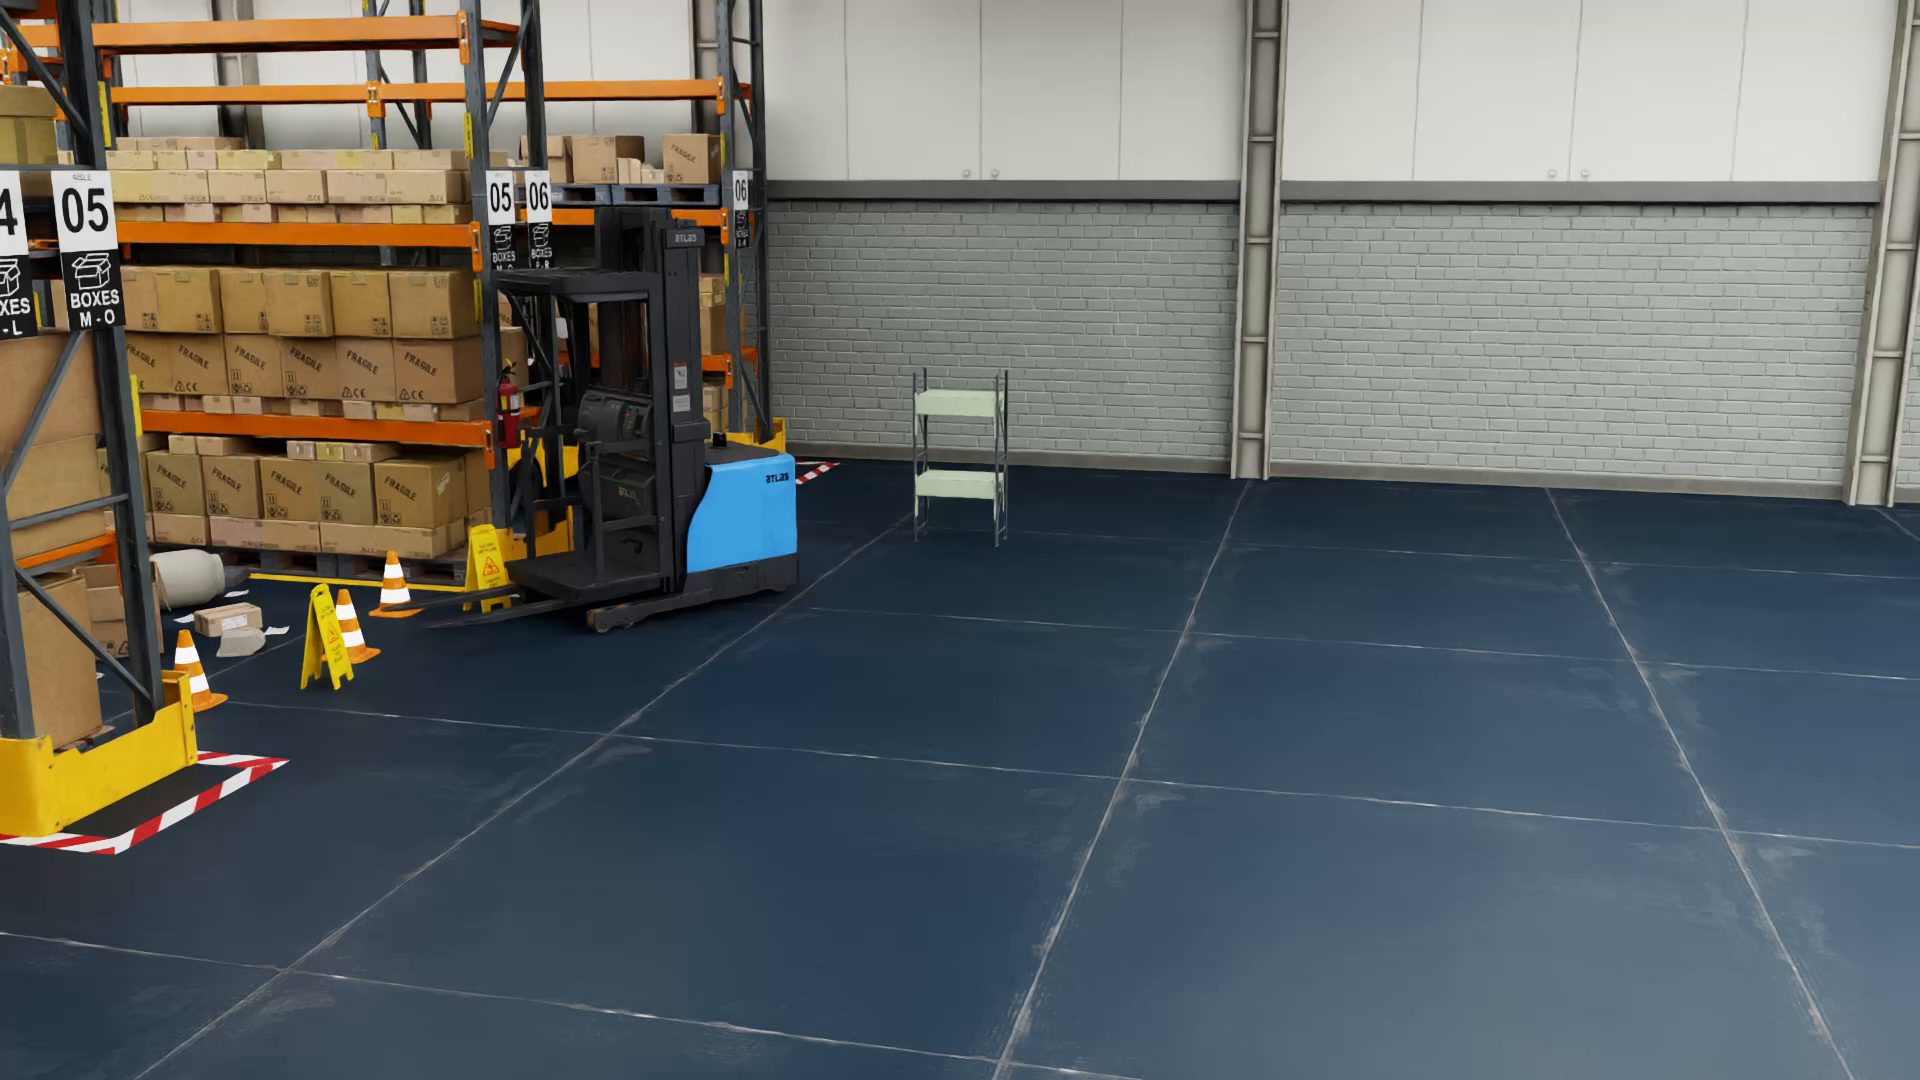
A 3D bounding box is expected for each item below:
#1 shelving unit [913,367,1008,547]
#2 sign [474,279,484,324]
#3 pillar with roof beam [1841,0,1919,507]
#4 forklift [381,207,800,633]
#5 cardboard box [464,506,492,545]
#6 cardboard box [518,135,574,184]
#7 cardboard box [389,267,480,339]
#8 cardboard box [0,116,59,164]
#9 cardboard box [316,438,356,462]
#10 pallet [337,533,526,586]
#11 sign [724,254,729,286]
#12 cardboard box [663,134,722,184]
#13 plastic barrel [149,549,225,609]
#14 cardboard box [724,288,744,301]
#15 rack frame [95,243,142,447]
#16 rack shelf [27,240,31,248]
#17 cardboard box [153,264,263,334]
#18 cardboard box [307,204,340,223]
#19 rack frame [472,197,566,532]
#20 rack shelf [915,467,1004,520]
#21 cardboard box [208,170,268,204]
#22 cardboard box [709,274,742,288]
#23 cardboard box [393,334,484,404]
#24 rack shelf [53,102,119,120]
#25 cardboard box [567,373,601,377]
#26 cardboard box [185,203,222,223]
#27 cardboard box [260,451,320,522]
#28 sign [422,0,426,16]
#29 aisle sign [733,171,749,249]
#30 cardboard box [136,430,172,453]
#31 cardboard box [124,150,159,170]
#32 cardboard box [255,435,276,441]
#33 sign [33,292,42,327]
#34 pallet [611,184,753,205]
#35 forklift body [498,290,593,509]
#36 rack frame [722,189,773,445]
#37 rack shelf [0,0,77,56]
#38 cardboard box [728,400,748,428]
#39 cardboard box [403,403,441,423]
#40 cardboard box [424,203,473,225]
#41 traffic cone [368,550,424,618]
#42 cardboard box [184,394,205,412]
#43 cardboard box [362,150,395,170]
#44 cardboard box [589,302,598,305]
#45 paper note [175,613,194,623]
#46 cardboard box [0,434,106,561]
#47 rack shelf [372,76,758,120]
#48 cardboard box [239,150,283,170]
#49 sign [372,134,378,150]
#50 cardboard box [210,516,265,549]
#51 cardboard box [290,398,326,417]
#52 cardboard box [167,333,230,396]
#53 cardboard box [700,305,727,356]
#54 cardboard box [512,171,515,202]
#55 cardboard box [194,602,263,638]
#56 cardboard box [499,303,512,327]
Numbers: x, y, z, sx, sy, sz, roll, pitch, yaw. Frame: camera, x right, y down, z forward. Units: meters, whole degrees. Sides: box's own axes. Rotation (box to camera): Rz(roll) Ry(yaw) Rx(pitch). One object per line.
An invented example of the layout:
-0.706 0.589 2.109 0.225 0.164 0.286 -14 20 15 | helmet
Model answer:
0.006 -0.732 14.570 0.755 1.500 0.431 3 13 14 | shelving unit
-3.602 -1.785 12.449 0.005 0.325 0.100 3 13 14 | sign
7.895 -3.851 11.316 0.400 9.000 9.100 3 13 14 | pillar with roof beam
-2.677 -0.900 12.022 3.031 2.935 1.130 -11 17 -41 | forklift
-4.167 -0.143 13.833 0.500 0.250 0.500 3 13 13 | cardboard box
-4.282 -4.078 17.823 0.637 0.503 0.797 3 13 15 | cardboard box
-3.998 -1.843 12.891 0.500 0.500 0.700 3 13 12 | cardboard box
-4.945 -2.004 8.374 0.500 0.250 0.500 3 13 13 | cardboard box
-4.906 -0.731 13.255 0.250 0.149 0.380 3 13 14 | cardboard box
-4.304 0.127 13.673 1.213 0.211 1.003 3 13 14 | pallet
-2.408 -2.792 17.173 0.005 0.325 0.100 3 13 14 | sign
-2.753 -3.963 17.316 0.500 0.500 0.500 3 13 15 | cardboard box
-5.818 0.288 12.457 0.512 0.421 0.421 -9 15 -35 | plastic barrel
-2.532 -2.662 18.080 0.250 0.149 0.380 3 13 12 | cardboard box
-10.031 -2.640 19.707 0.127 3.000 1.000 3 13 14 | rack frame
-9.275 -2.605 14.286 4.000 0.370 1.077 3 13 14 | rack shelf
-5.987 -1.939 13.323 0.500 0.500 0.700 3 13 12 | cardboard box
-4.846 -2.539 12.908 0.250 0.149 0.380 3 13 13 | cardboard box
-3.450 -1.181 13.130 0.127 3.000 1.000 3 13 14 | rack frame
0.006 -0.414 14.640 0.720 0.370 0.431 3 13 14 | rack shelf
-5.495 -2.765 13.005 0.500 0.250 0.500 3 13 14 | cardboard box
-2.539 -2.798 18.003 0.250 0.149 0.380 3 13 12 | cardboard box
-4.043 -1.345 12.953 0.500 0.500 0.500 3 13 13 | cardboard box
-11.973 -5.126 19.646 4.000 0.370 1.077 3 13 14 | rack shelf
-4.150 -1.722 18.638 0.500 0.250 0.500 3 13 12 | cardboard box
-5.859 -2.577 13.078 0.250 0.149 0.380 3 13 12 | cardboard box
-5.286 -0.450 13.485 0.500 0.500 0.500 3 13 12 | cardboard box
-5.991 -6.010 18.523 0.005 0.325 0.100 3 13 14 | sign
-2.271 -3.429 17.260 0.004 0.787 0.394 3 13 14 | aisle sign
-6.718 -0.827 13.686 0.250 0.149 0.380 3 13 14 | cardboard box
-6.344 -2.992 13.108 0.250 0.149 0.380 3 13 13 | cardboard box
-6.201 -0.617 14.235 0.500 0.500 0.500 3 13 15 | cardboard box
-7.463 -1.837 13.413 0.005 0.325 0.100 3 13 14 | sign
-2.945 -3.688 17.710 1.213 0.211 1.003 3 13 14 | pallet
-4.543 -1.525 16.642 1.214 2.155 2.313 3 13 14 | forklift body
-2.264 -2.225 17.836 0.127 3.000 1.000 3 13 14 | rack frame
-6.480 -2.621 8.354 4.000 0.370 1.077 3 13 14 | rack shelf
-2.671 -1.399 18.341 0.500 0.250 0.500 3 13 15 | cardboard box
-4.137 -1.022 12.996 0.250 0.149 0.380 3 13 13 | cardboard box
-3.863 -2.482 12.651 0.250 0.149 0.380 3 13 14 | cardboard box
-4.177 0.307 12.283 0.334 0.463 0.336 3 13 14 | traffic cone
-6.084 -1.145 13.548 0.250 0.149 0.380 3 13 13 | cardboard box
-4.342 -2.898 12.684 0.250 0.149 0.380 3 13 13 | cardboard box
-3.919 -2.611 17.847 0.250 0.149 0.380 3 13 14 | cardboard box
-5.633 0.568 12.128 0.142 0.019 0.148 8 15 33 | paper note
-4.909 -0.217 8.442 0.550 0.550 0.875 3 13 14 | cardboard box
-4.206 -4.711 17.775 4.000 0.370 1.077 3 13 14 | rack shelf
-5.346 -2.940 12.872 0.250 0.149 0.380 3 13 15 | cardboard box
-6.268 -4.188 17.840 0.005 0.325 0.100 3 13 14 | sign
-5.789 -0.111 13.688 0.500 0.250 0.500 3 13 13 | cardboard box
-5.123 -1.084 13.275 0.250 0.149 0.380 3 13 13 | cardboard box
-5.996 -1.451 13.430 0.500 0.500 0.500 3 13 13 | cardboard box
-2.805 -2.244 17.691 0.500 0.500 0.500 3 13 12 | cardboard box
-3.874 -2.799 13.159 0.500 0.250 0.500 3 13 13 | cardboard box
-5.206 0.568 11.831 0.250 0.149 0.380 12 17 43 | cardboard box
-4.778 -2.354 18.186 0.500 0.500 0.500 3 13 13 | cardboard box
